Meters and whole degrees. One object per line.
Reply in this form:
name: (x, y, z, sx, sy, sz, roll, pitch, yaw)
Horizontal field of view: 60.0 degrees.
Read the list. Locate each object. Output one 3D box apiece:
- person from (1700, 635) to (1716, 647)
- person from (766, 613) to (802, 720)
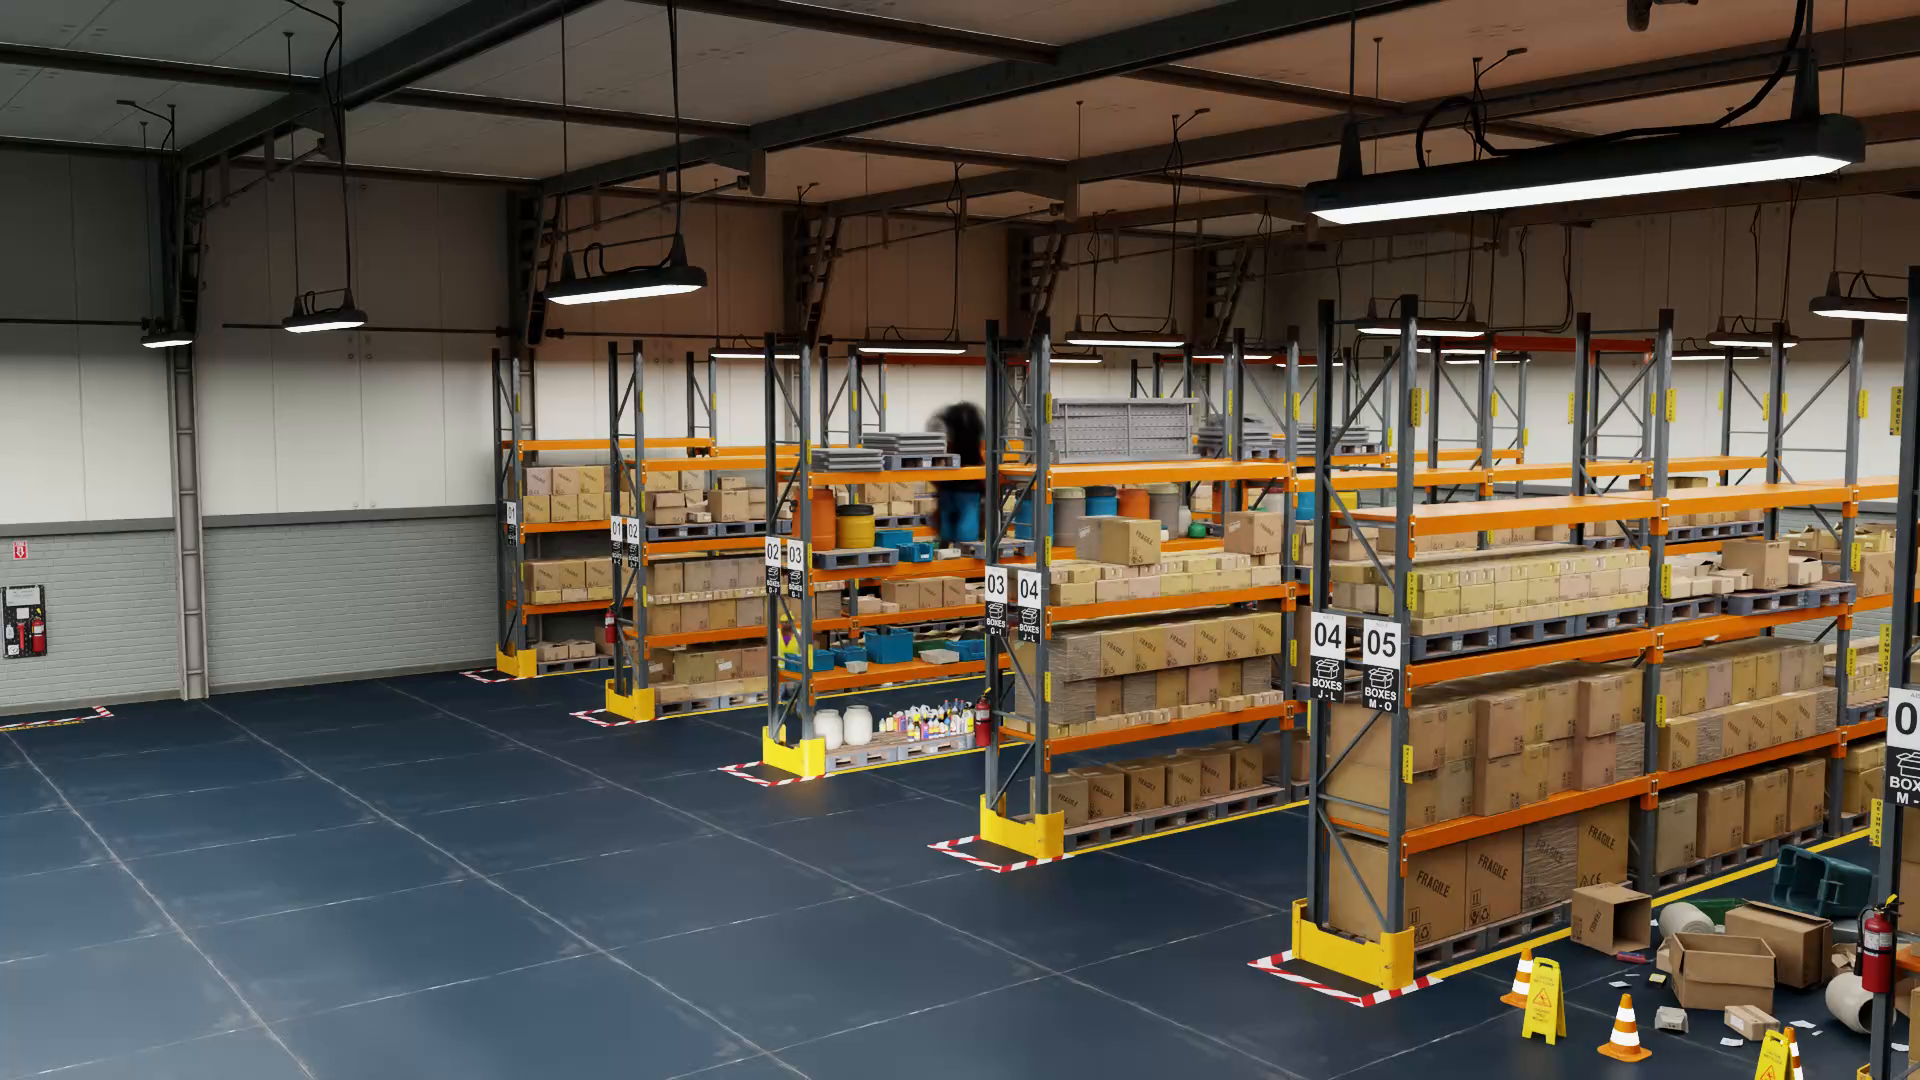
person: (10.909, 2.163, 24.264, 0.786, 1.733, 0.692, -2, 5, -22)
person: (-2.685, 1.982, 26.206, 0.730, 1.722, 0.543, -1, 5, -8)
